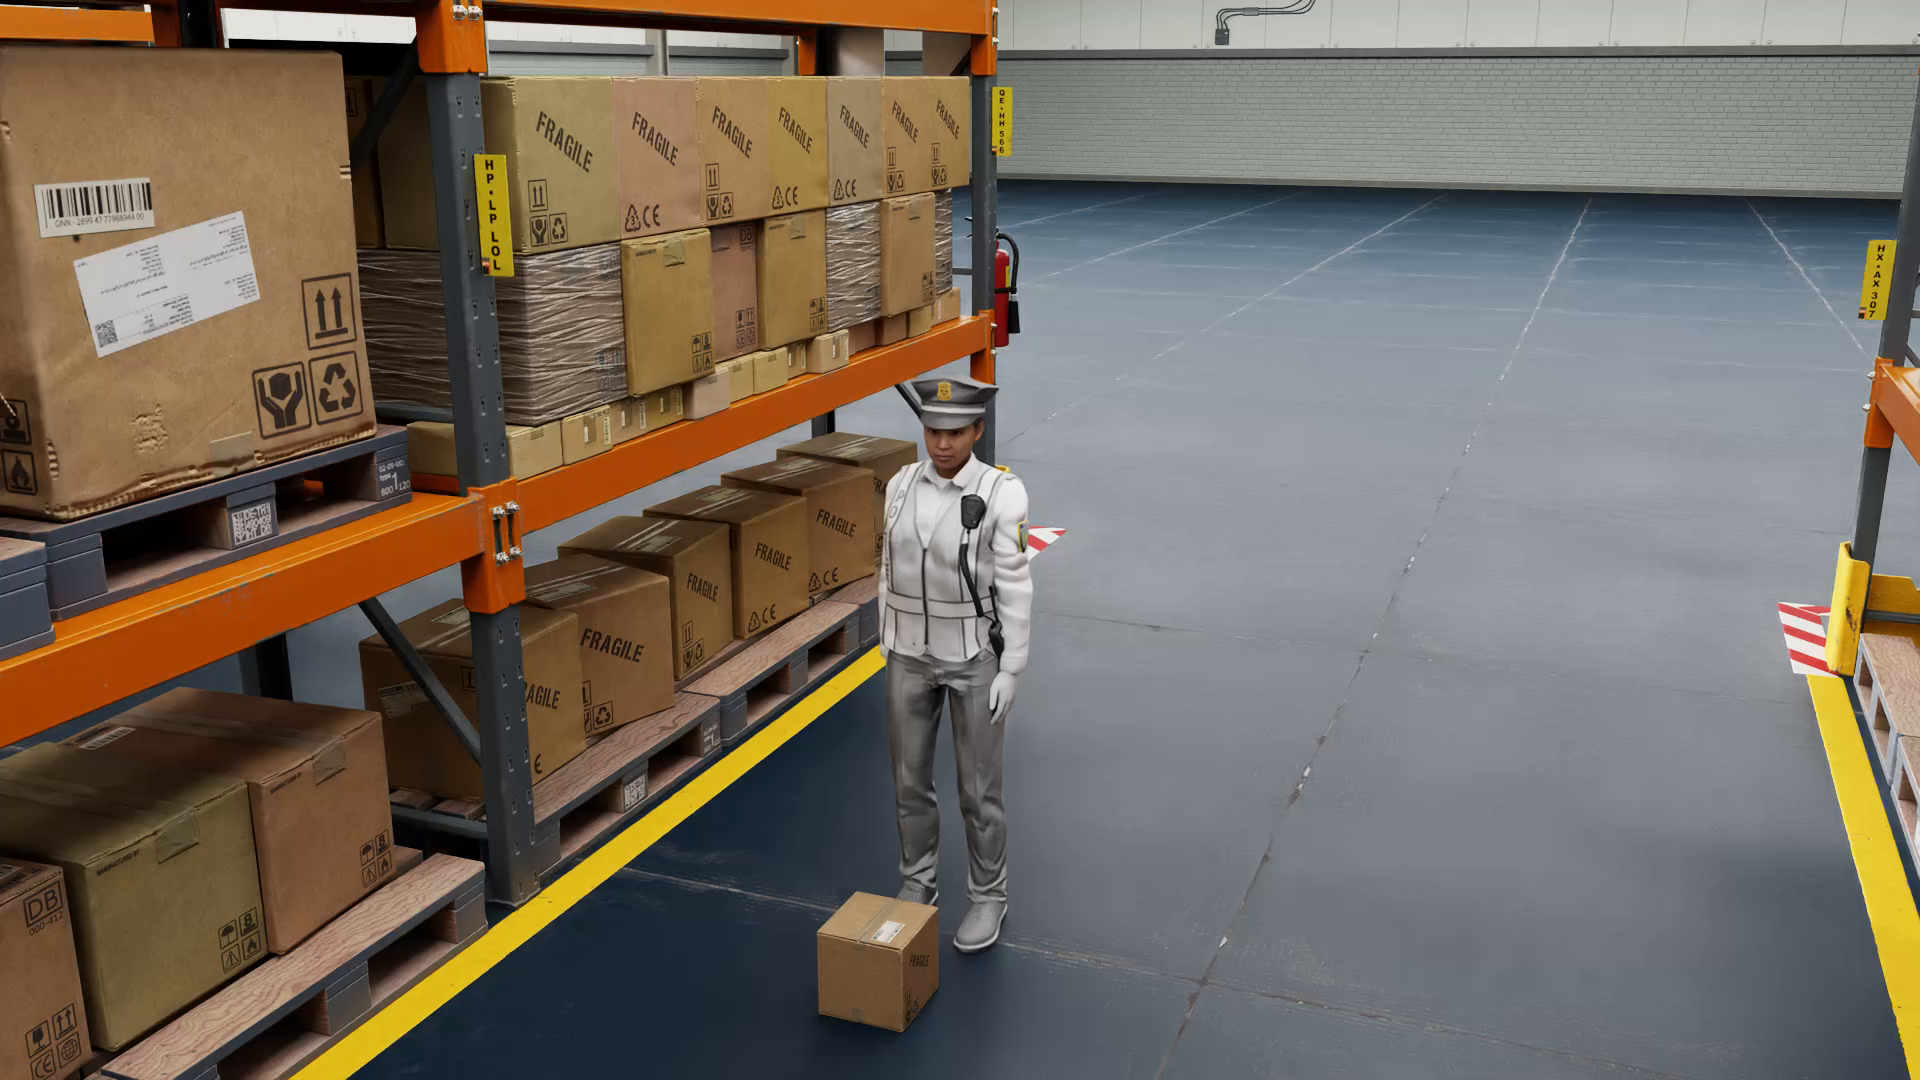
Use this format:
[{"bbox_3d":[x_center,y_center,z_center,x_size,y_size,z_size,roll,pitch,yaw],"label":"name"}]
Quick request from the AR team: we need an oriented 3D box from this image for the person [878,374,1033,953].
[{"bbox_3d":[-0.029,0.353,4.748,0.467,1.673,0.330,6,17,22],"label":"person"}]
